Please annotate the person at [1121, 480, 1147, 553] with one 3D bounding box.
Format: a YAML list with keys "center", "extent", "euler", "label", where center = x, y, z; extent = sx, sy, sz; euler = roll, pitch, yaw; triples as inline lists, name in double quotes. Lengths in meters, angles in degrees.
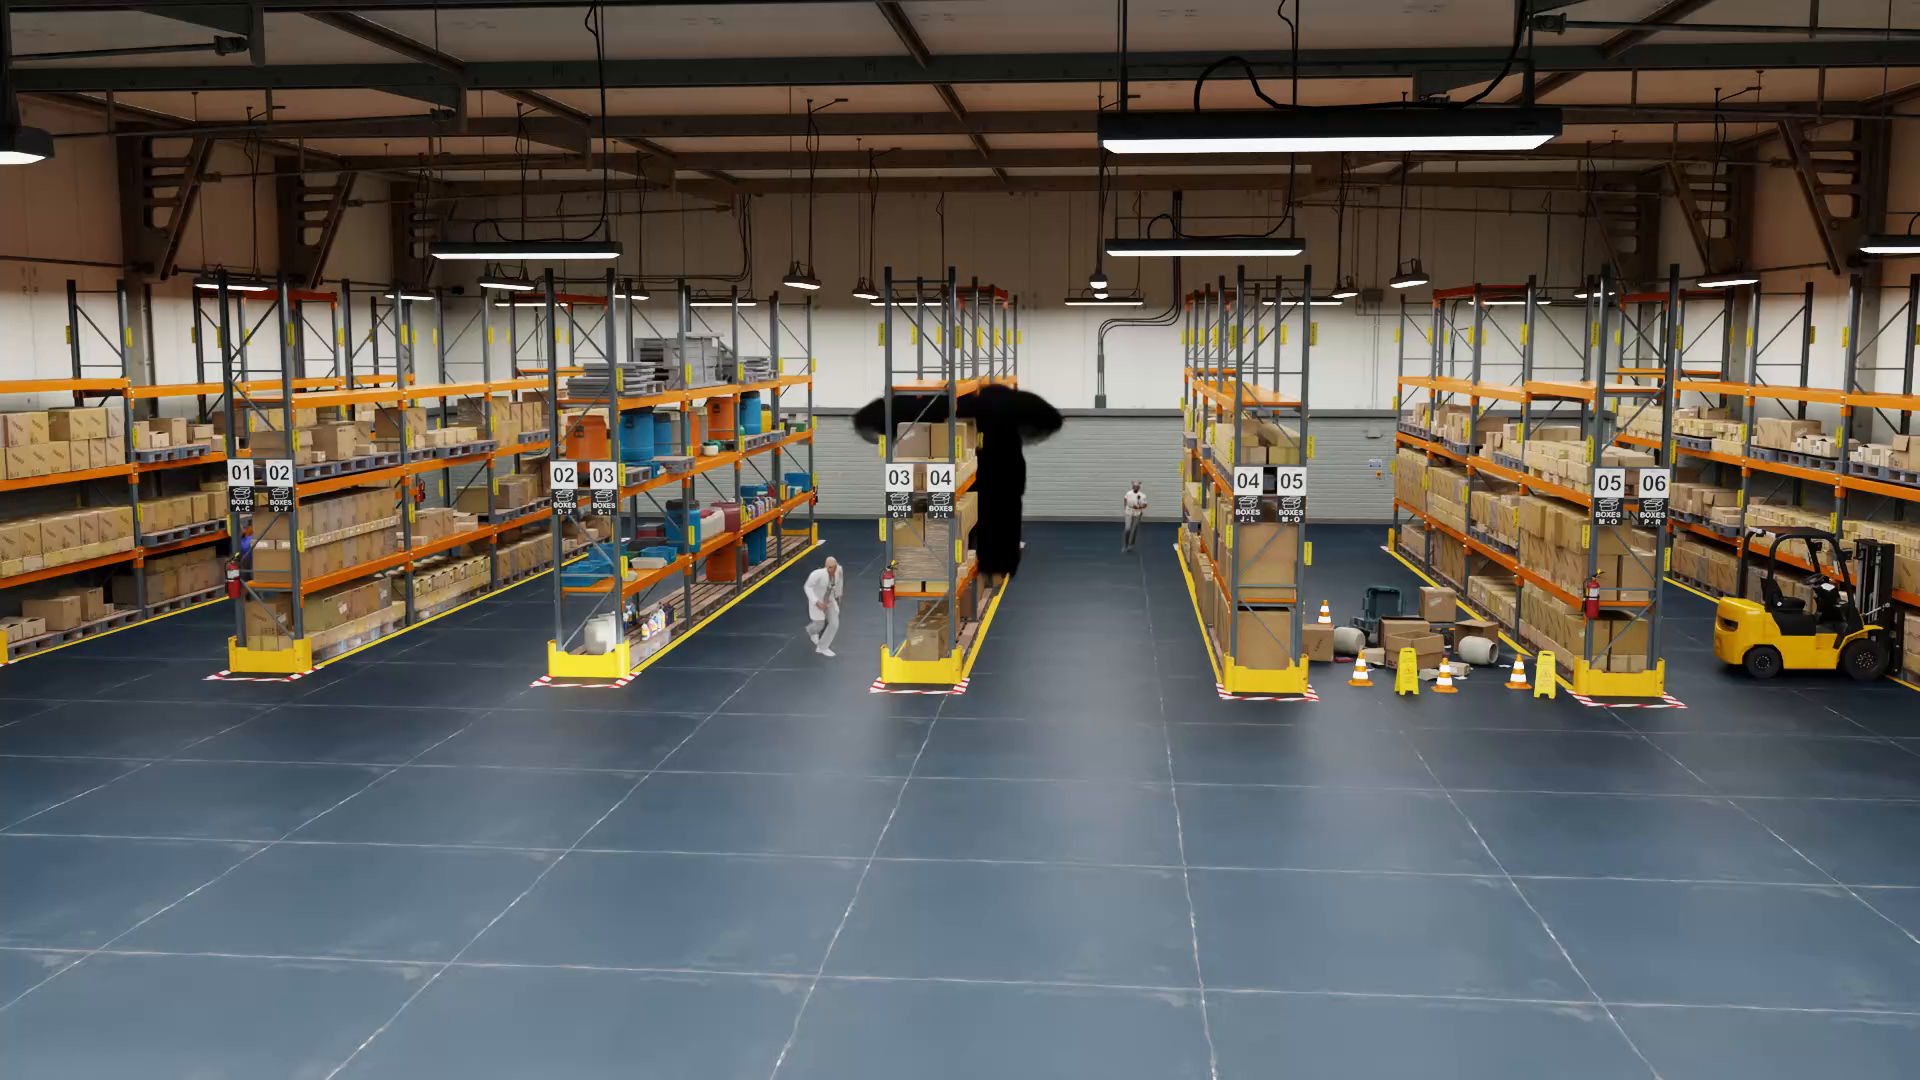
- center: [4.101, -0.558, 38.997]
  extent: [0.590, 1.734, 0.701]
  euler: [1, 7, 10]
  label: "person"

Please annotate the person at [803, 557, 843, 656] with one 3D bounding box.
- center: [-2.198, 1.000, 25.996]
  extent: [0.711, 1.581, 1.123]
  euler: [-4, 8, -30]
  label: "person"

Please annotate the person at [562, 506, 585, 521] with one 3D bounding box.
- center: [-9.882, -1.017, 42.371]
  extent: [0.850, 1.824, 0.677]
  euler: [4, 8, 27]
  label: "person"

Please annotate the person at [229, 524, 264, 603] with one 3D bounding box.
- center: [-12.979, 0.491, 30.329]
  extent: [0.640, 1.592, 0.899]
  euler: [-5, 8, -34]
  label: "person"
